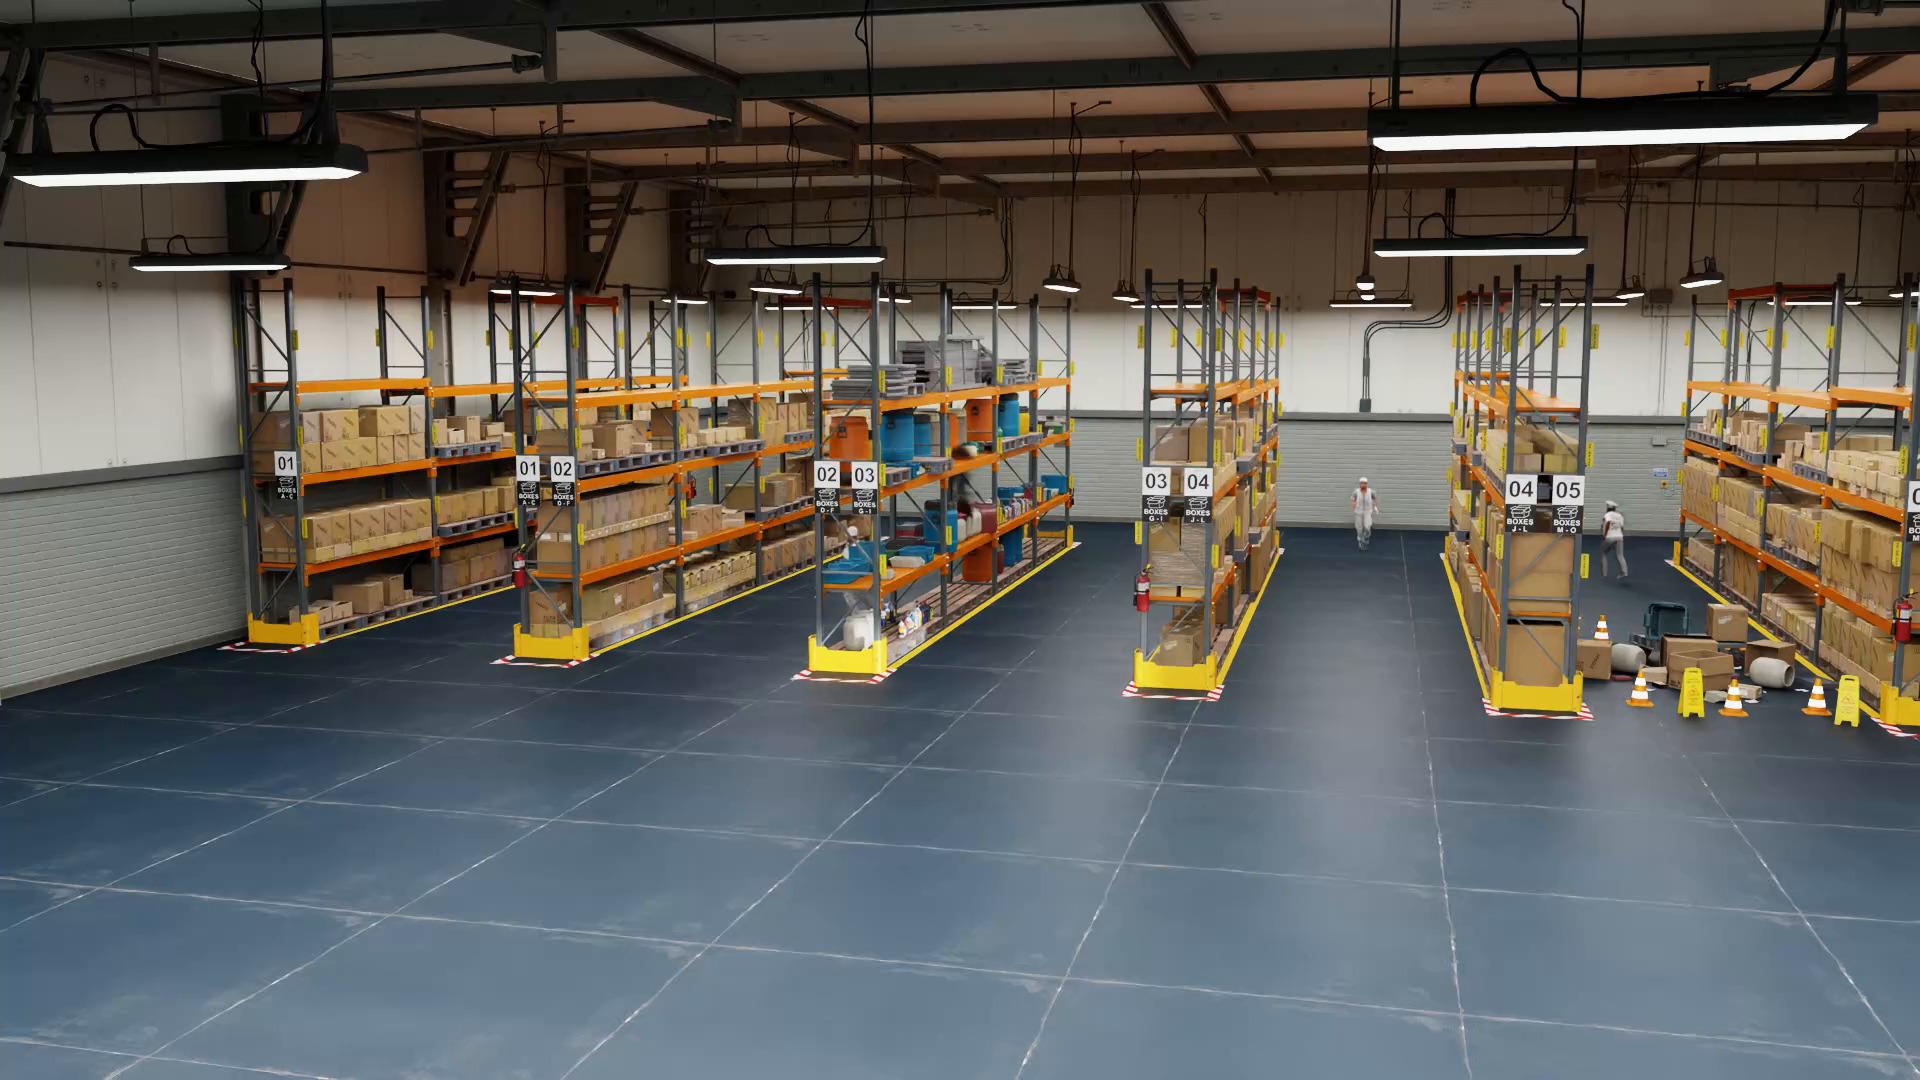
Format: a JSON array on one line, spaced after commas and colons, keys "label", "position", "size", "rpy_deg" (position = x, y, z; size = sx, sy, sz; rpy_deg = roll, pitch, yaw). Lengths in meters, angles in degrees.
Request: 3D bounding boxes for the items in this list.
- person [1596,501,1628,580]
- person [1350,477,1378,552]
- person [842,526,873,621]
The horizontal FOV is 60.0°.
[{"label": "person", "position": [13.660, 0.026, 34.755], "size": [0.573, 1.653, 0.954], "rpy_deg": [-1, 7, -8]}, {"label": "person", "position": [9.570, -0.603, 39.380], "size": [0.651, 1.766, 0.772], "rpy_deg": [2, 7, 14]}, {"label": "person", "position": [-1.816, 0.578, 29.935], "size": [0.705, 1.688, 0.823], "rpy_deg": [-2, 7, -15]}]
